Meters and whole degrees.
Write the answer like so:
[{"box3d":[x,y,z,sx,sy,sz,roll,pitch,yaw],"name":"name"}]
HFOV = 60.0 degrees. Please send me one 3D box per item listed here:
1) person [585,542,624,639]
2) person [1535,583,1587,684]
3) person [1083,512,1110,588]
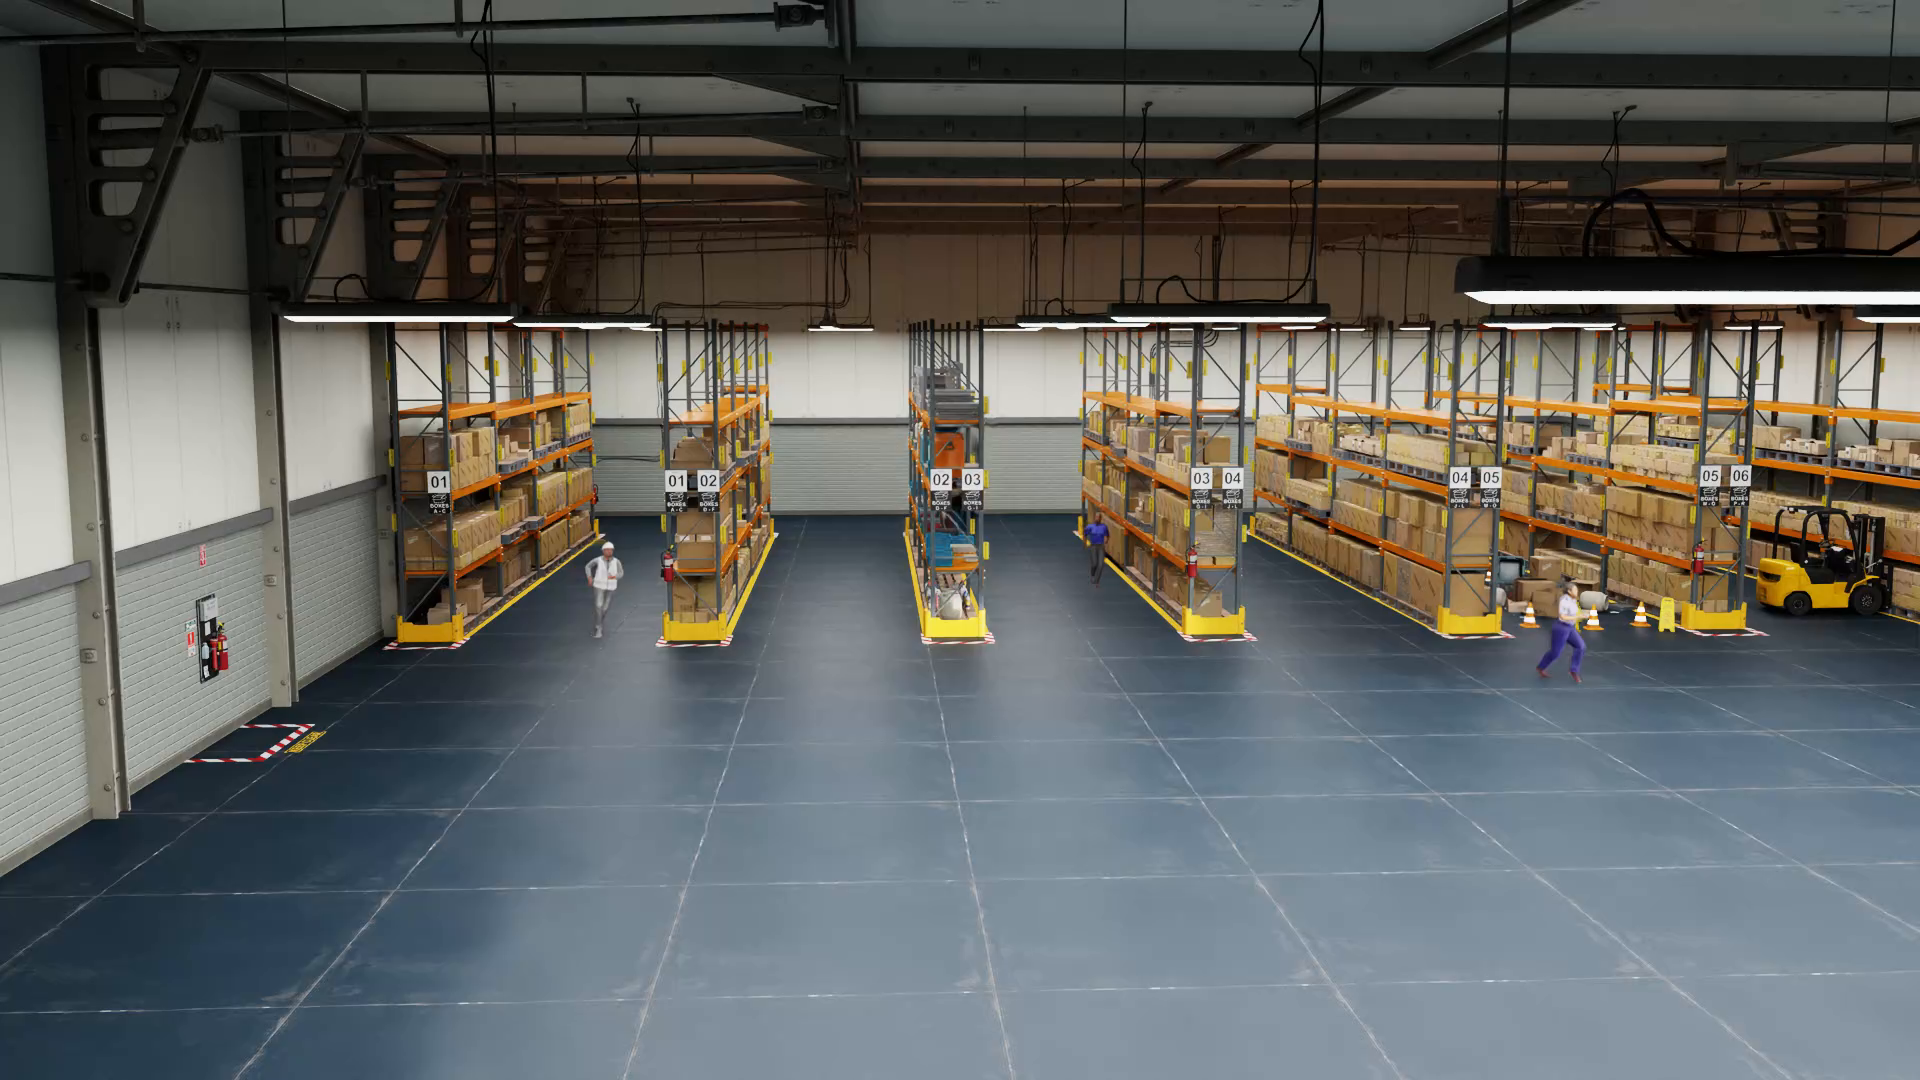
[{"box3d":[-6.780,0.937,31.831,0.680,1.800,0.886,-4,8,-27],"name":"person"},{"box3d":[9.952,1.534,27.495,0.829,1.687,0.626,6,9,41],"name":"person"},{"box3d":[2.959,0.221,35.882,0.586,1.641,0.504,-1,7,-6],"name":"person"}]
